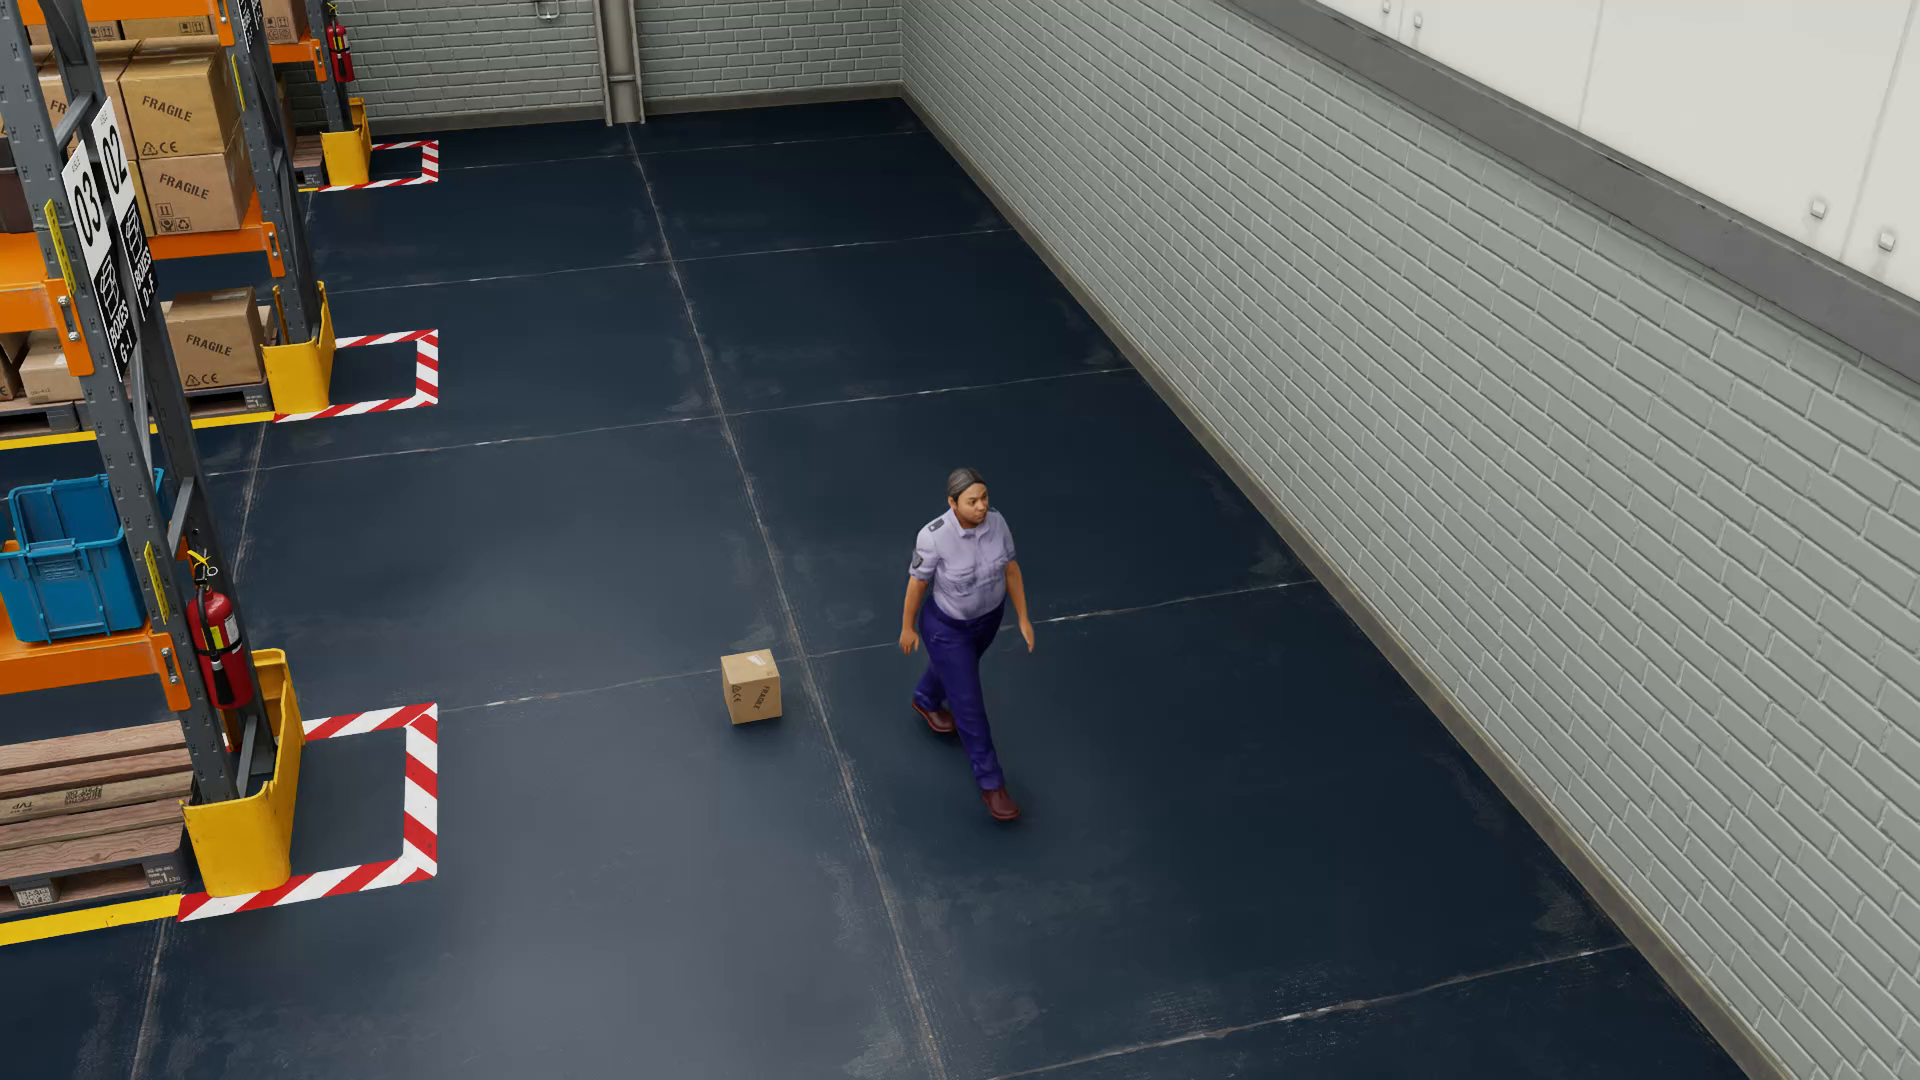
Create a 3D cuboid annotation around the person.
[{"bbox_3d":[0.050,0.392,7.586,0.521,1.574,1.020,-22,37,-33],"label":"person"}]
